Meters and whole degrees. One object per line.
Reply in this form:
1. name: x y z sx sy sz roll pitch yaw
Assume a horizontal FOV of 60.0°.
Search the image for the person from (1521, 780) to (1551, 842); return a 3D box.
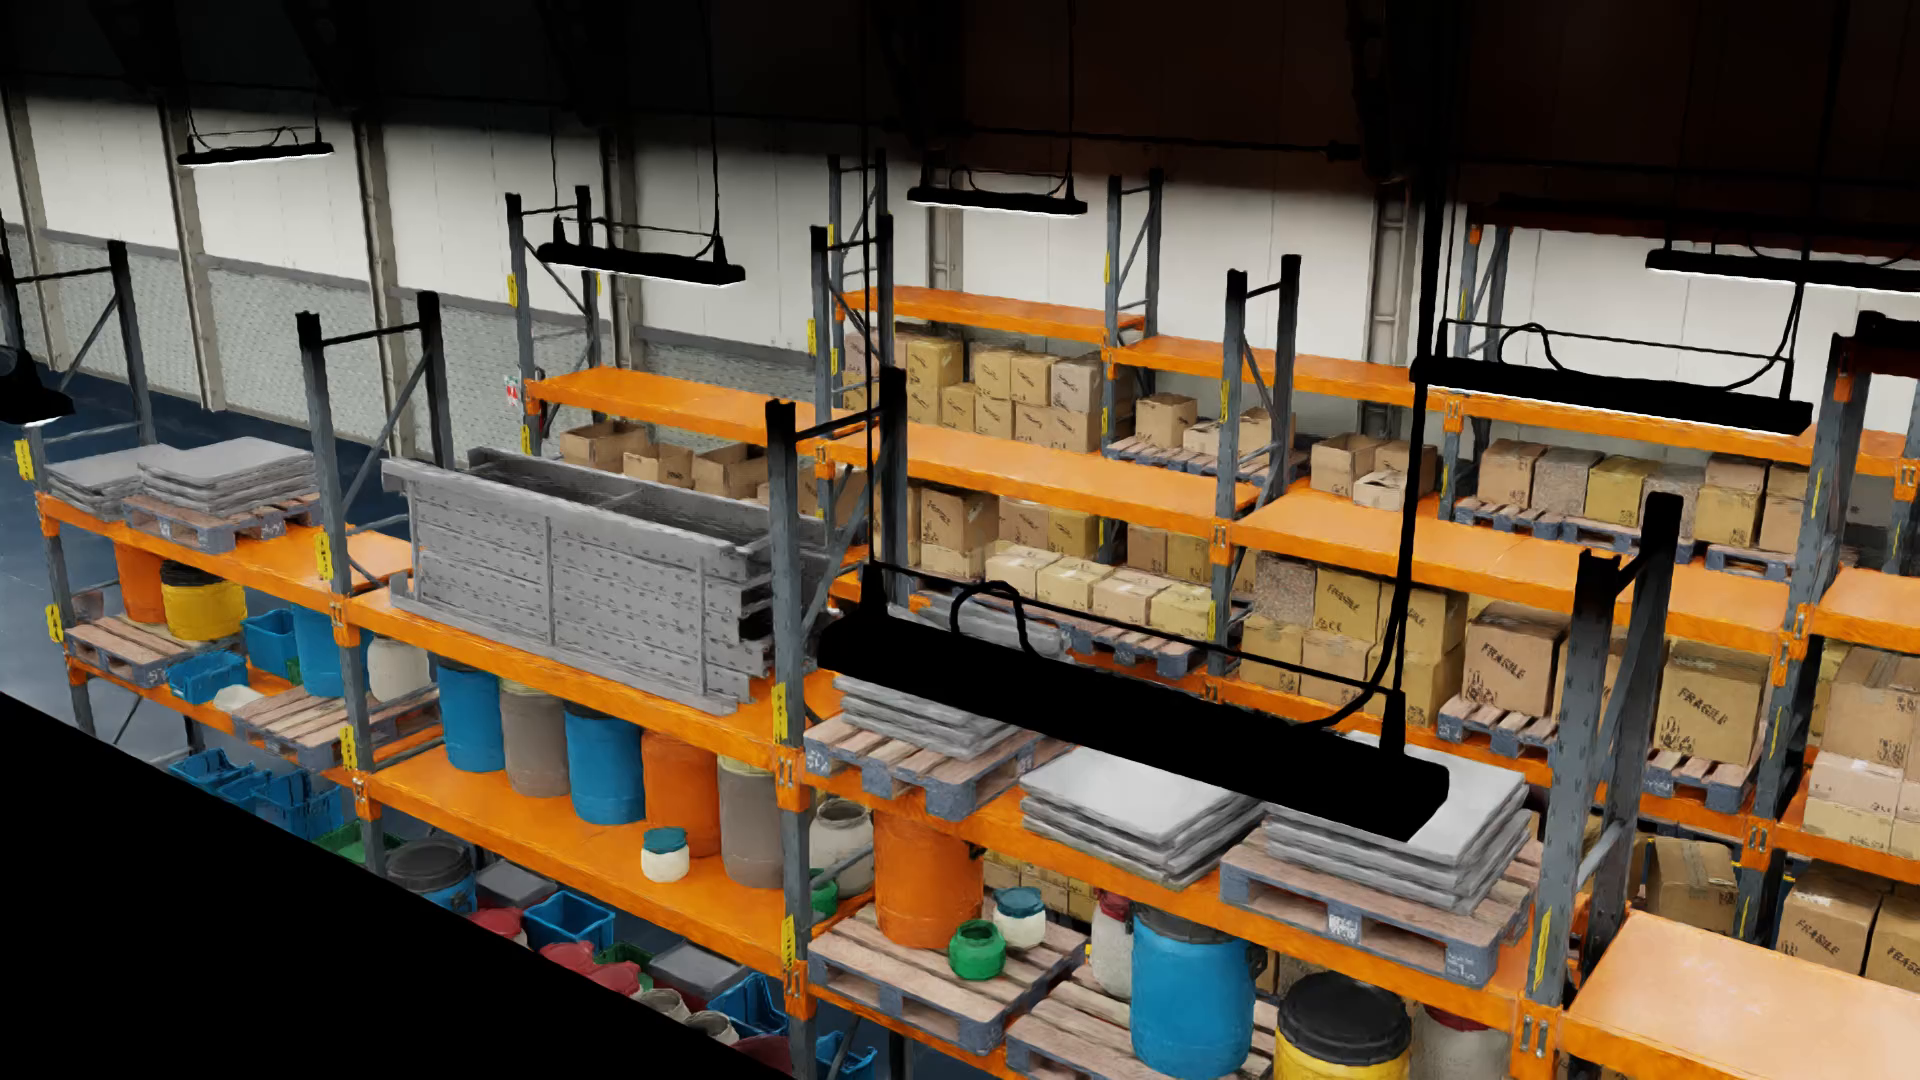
1. person: 5.054 2.681 14.419 0.656 1.675 0.520 2 19 6
